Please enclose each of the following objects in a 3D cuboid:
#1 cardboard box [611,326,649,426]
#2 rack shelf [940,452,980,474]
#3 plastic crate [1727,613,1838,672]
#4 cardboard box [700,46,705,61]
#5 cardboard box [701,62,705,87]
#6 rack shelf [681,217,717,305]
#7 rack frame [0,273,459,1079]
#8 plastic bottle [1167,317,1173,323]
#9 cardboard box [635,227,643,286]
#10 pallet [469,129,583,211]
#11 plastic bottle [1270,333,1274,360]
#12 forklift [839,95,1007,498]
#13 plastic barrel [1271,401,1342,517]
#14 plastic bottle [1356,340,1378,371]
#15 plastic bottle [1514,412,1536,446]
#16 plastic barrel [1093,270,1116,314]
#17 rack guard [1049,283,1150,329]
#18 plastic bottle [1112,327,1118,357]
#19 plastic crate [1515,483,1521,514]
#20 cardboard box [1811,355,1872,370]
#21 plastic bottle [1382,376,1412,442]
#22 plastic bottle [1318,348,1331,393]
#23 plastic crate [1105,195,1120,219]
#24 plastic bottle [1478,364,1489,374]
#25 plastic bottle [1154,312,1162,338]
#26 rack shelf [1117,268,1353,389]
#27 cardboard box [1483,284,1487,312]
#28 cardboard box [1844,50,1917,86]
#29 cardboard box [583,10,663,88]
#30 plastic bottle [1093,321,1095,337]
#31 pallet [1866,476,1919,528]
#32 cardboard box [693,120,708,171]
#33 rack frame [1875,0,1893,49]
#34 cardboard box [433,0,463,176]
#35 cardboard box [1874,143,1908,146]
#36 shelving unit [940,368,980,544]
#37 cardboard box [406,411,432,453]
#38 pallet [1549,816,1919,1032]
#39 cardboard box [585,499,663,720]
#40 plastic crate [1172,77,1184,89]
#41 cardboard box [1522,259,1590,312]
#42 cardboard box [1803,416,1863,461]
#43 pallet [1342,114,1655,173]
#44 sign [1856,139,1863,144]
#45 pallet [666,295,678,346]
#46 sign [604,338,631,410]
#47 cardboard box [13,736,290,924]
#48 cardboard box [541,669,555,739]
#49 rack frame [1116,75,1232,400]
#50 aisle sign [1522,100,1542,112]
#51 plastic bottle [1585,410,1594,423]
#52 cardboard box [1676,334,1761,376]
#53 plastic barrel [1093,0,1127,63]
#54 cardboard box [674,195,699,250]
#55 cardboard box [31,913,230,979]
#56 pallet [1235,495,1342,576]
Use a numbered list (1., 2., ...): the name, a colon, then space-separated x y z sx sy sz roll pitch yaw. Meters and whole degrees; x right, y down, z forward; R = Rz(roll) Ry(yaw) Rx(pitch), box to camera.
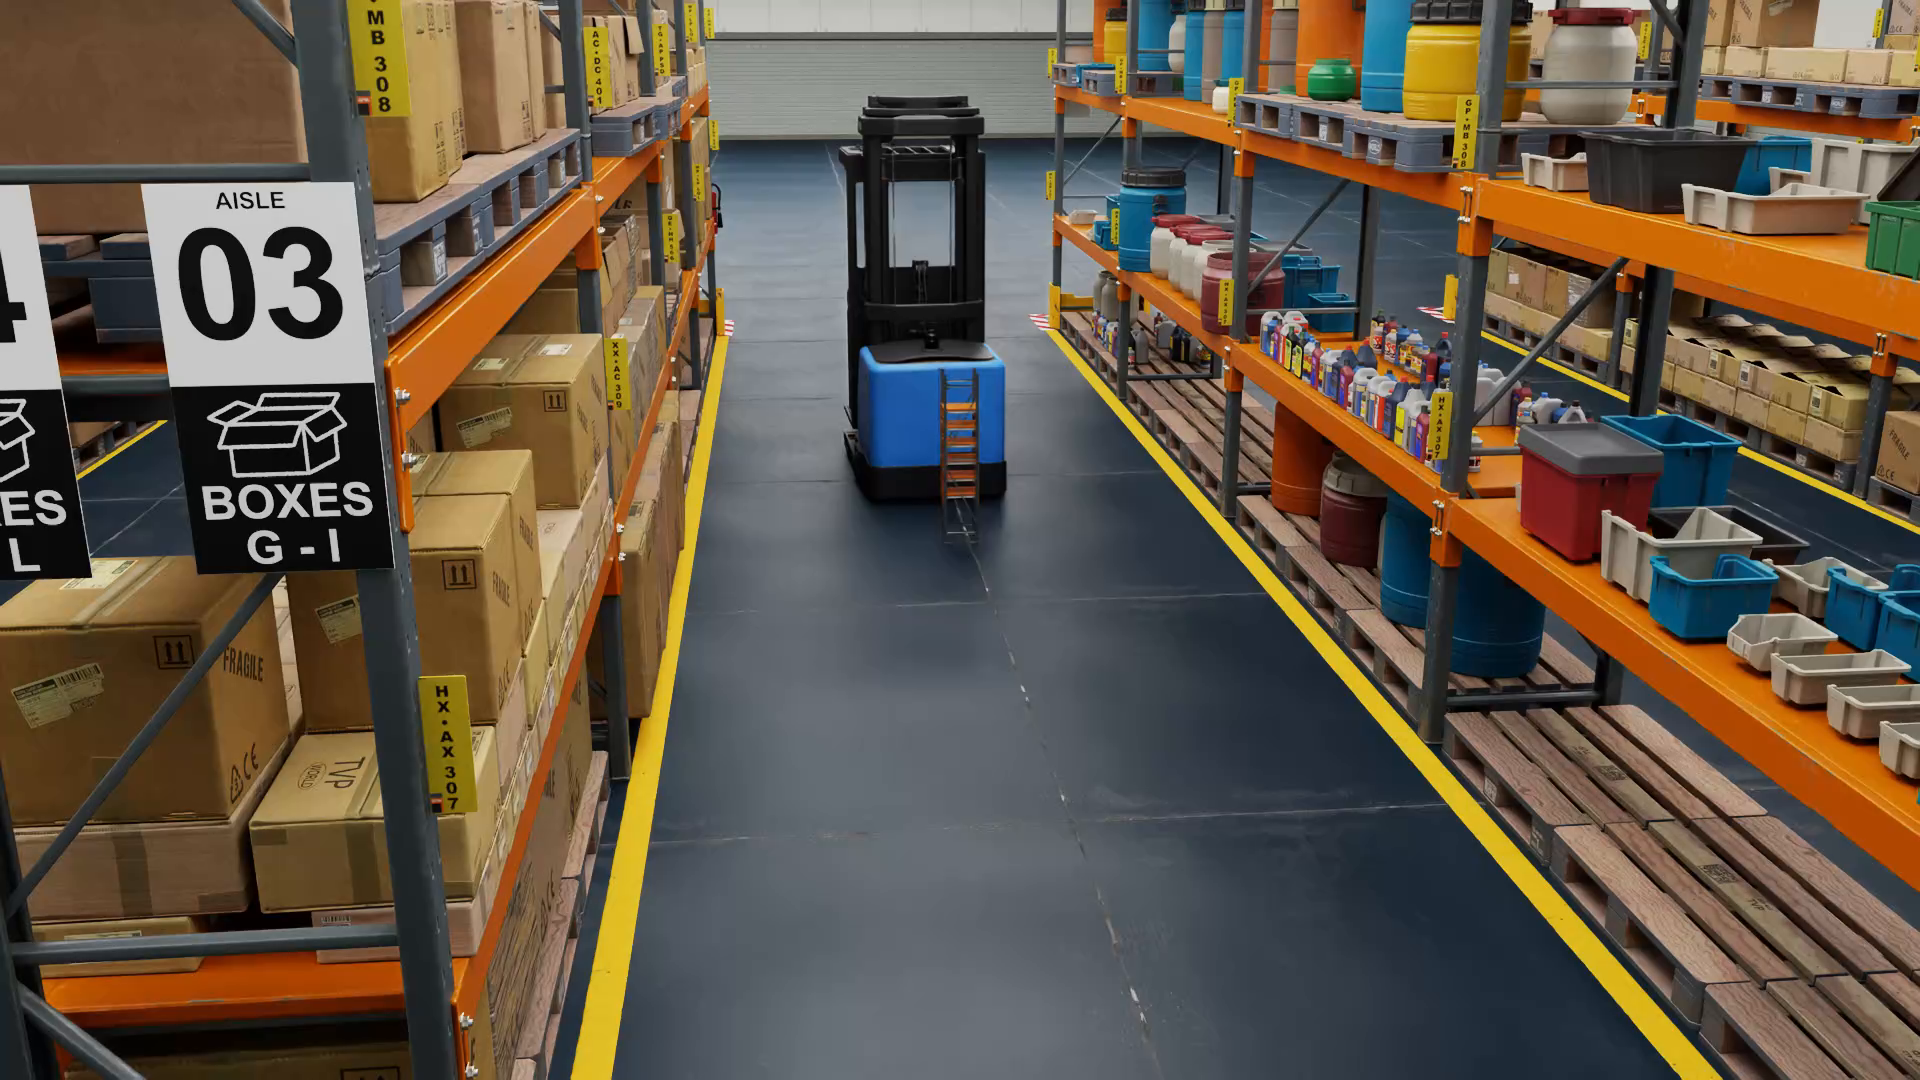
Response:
1. cardboard box: -2.051 -0.920 9.431 0.500 0.500 0.500 -1 17 -5
2. rack shelf: -0.001 -0.534 11.524 0.258 0.103 0.180 -2 18 -6
3. plastic crate: 2.868 0.367 5.839 0.298 0.136 0.250 -2 18 -6
4. cardboard box: -2.988 -5.326 18.212 0.380 0.149 0.250 -2 18 -6
5. cardboard box: -2.970 -4.925 17.599 0.500 0.250 0.500 -2 18 -5
6. rack shelf: -3.121 -2.911 17.141 1.077 0.370 4.000 -2 18 -6
7. rack frame: -1.677 0.917 3.748 1.000 3.000 0.127 -2 18 -6
8. plastic bottle: 2.259 -2.249 17.520 0.144 0.351 0.185 -1 17 -3
9. cardboard box: -2.754 -2.037 12.290 0.700 0.500 0.500 1 17 3
10. pallet: -2.015 -1.419 6.330 1.003 0.211 1.213 -2 18 -6
11. plastic bottle: 2.143 -1.321 11.209 0.097 0.201 0.097 0 17 0
12. forklift: -0.383 -2.107 13.496 1.130 2.935 3.031 -3 18 -8
13. plastic barrel: 2.492 -0.639 11.626 0.600 0.830 0.708 -2 18 -6
14. plastic bottle: 2.441 -1.041 10.066 0.144 0.351 0.185 -2 18 -6
15. plastic bottle: 3.009 -0.582 8.855 0.097 0.201 0.097 0 17 0
16. plastic barrel: 1.743 -2.822 19.112 0.421 0.512 0.421 0 17 0
17. rack guard: 1.654 -2.789 19.726 1.175 0.500 0.348 -2 18 -6
18. plastic bottle: 1.581 -2.012 16.879 0.061 0.283 0.133 -1 17 -2
19. plastic crate: 2.743 -0.187 7.606 0.396 0.136 0.243 -2 18 -6
20. cardboard box: 7.477 -1.401 14.084 0.500 0.311 0.500 -2 18 -7
21. plastic bottle: 2.398 -0.723 9.054 0.144 0.351 0.185 -2 18 -6
22. plastic bottle: 2.252 -1.039 10.195 0.097 0.271 0.097 0 17 0
23. plastic crate: 1.949 -3.792 18.996 0.499 0.251 0.616 -2 18 -6
24. plastic bottle: 3.064 -0.896 9.739 0.097 0.271 0.097 0 17 0
25. plastic bottle: 2.118 -2.304 17.807 0.061 0.283 0.133 -2 18 -6
26. rack shelf: 2.218 -1.872 13.833 1.077 0.370 4.000 -2 18 -6
27. cardboard box: 6.361 -2.876 19.721 0.500 0.250 0.500 -2 18 -6
28. cardboard box: 7.177 -3.620 12.742 0.500 0.250 0.500 -1 17 -4
29. cardboard box: -2.294 -3.332 11.272 0.500 0.500 0.500 -2 18 -5
30. plastic bottle: 1.487 -2.297 17.923 0.097 0.201 0.097 0 17 0
31. pallet: 7.391 -0.217 12.016 1.003 0.211 1.213 -2 18 -6
32. cardboard box: -2.967 -4.211 17.751 0.500 0.500 0.500 -2 18 -6
33. rack frame: 11.454 -7.171 19.495 1.000 3.000 0.127 -2 18 -6
34. cardboard box: -1.823 -1.287 4.725 0.700 0.500 0.500 -3 18 -9
35. cardboard box: 11.204 -4.453 19.818 0.500 0.500 0.500 -2 18 -6
36. shelving unit: -0.002 -0.577 11.511 0.258 1.200 0.189 -2 18 -6
37. cardboard box: -2.193 -0.250 5.968 0.500 0.500 0.500 -2 18 -7
38. pallet: 3.081 1.485 6.594 1.003 0.211 1.213 -2 18 -6
39. cardboard box: -2.175 0.349 8.404 1.225 0.875 0.875 -2 18 -5
40. plastic crate: 2.120 -4.619 16.729 0.336 0.188 0.450 -2 18 -6
41. cardboard box: 6.513 -2.787 18.185 0.500 0.500 0.500 -2 18 -6
42. cardboard box: 7.055 -0.809 13.135 0.500 0.250 0.500 -1 17 -4
43. pallet: 2.659 -1.999 8.344 1.213 0.211 1.003 -2 18 -6
44. sign: 10.914 -4.705 20.211 0.100 0.325 0.005 -2 18 -6
45. pallet: -2.681 -1.584 12.034 1.213 0.211 1.003 -2 18 -6
46. sign: -1.537 -0.743 7.458 0.100 0.325 0.005 -2 18 -6
47. cardboard box: -1.991 0.711 4.159 0.500 0.250 0.500 -2 18 -7
48. cardboard box: -1.520 0.538 5.374 0.380 0.149 0.250 -2 18 -6
49. rack frame: 2.012 -2.811 15.623 1.000 3.000 0.127 -2 18 -6
50. aisle sign: 6.812 -5.424 19.605 0.394 0.787 0.004 -2 18 -6
51. plastic bottle: 3.210 -0.534 8.565 0.061 0.283 0.133 -2 18 -6
52. cardboard box: 6.835 -1.685 14.988 0.500 0.311 0.500 -2 18 -7
53. plastic barrel: 1.776 -5.698 18.394 0.600 0.830 0.708 -2 18 -6
54. cardboard box: -2.899 -2.984 15.509 0.875 0.500 0.500 -2 18 -6
55. cardboard box: -2.041 0.941 4.091 0.380 0.149 0.250 -1 17 -5
56. pallet: 2.547 -0.055 11.501 1.003 0.211 1.213 -2 18 -6
